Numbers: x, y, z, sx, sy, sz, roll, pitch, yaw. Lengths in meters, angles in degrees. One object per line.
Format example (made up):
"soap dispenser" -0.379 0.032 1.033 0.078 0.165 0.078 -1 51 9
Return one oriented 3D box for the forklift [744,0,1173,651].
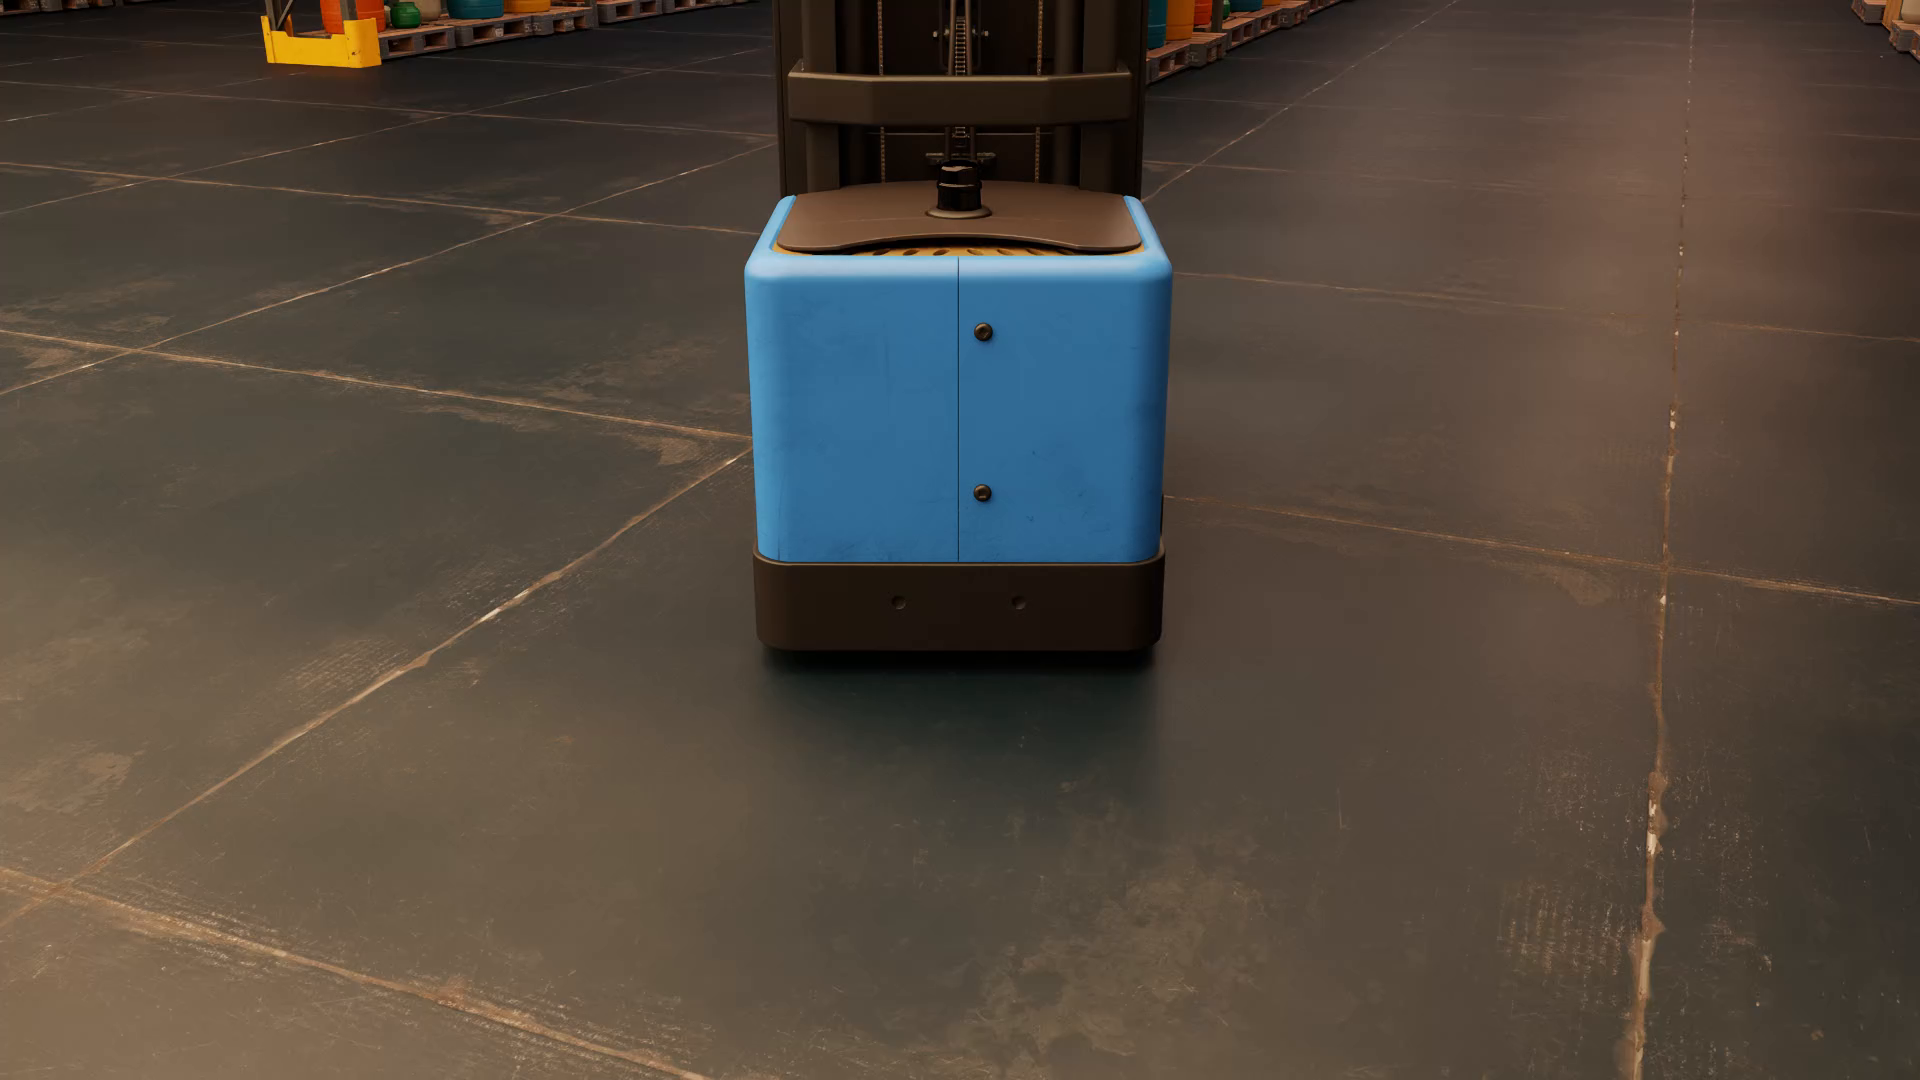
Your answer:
"forklift" 0.002 -1.587 5.089 1.130 2.935 3.031 0 23 0
